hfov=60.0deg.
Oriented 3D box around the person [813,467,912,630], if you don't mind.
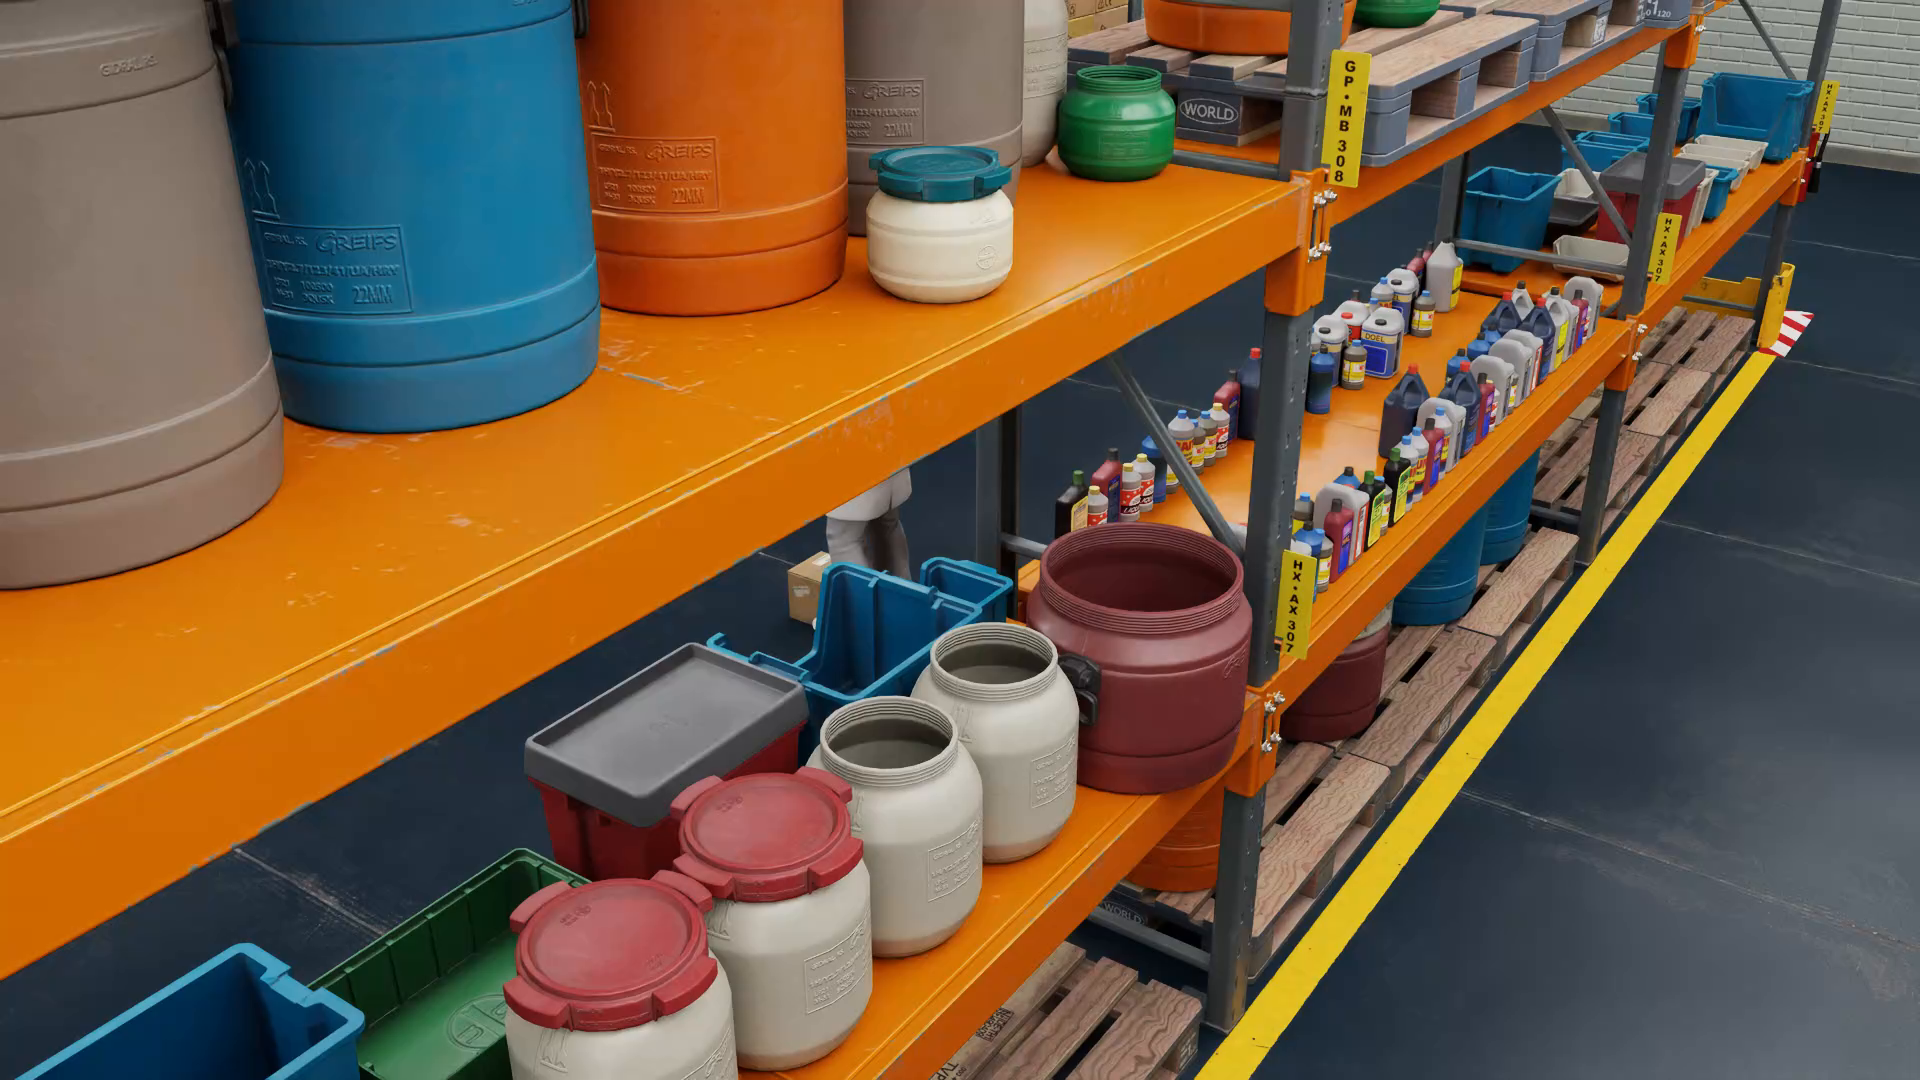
[{"bbox_3d":[-0.432,-0.379,7.391,0.415,1.774,0.655,16,31,29],"label":"person"}]
